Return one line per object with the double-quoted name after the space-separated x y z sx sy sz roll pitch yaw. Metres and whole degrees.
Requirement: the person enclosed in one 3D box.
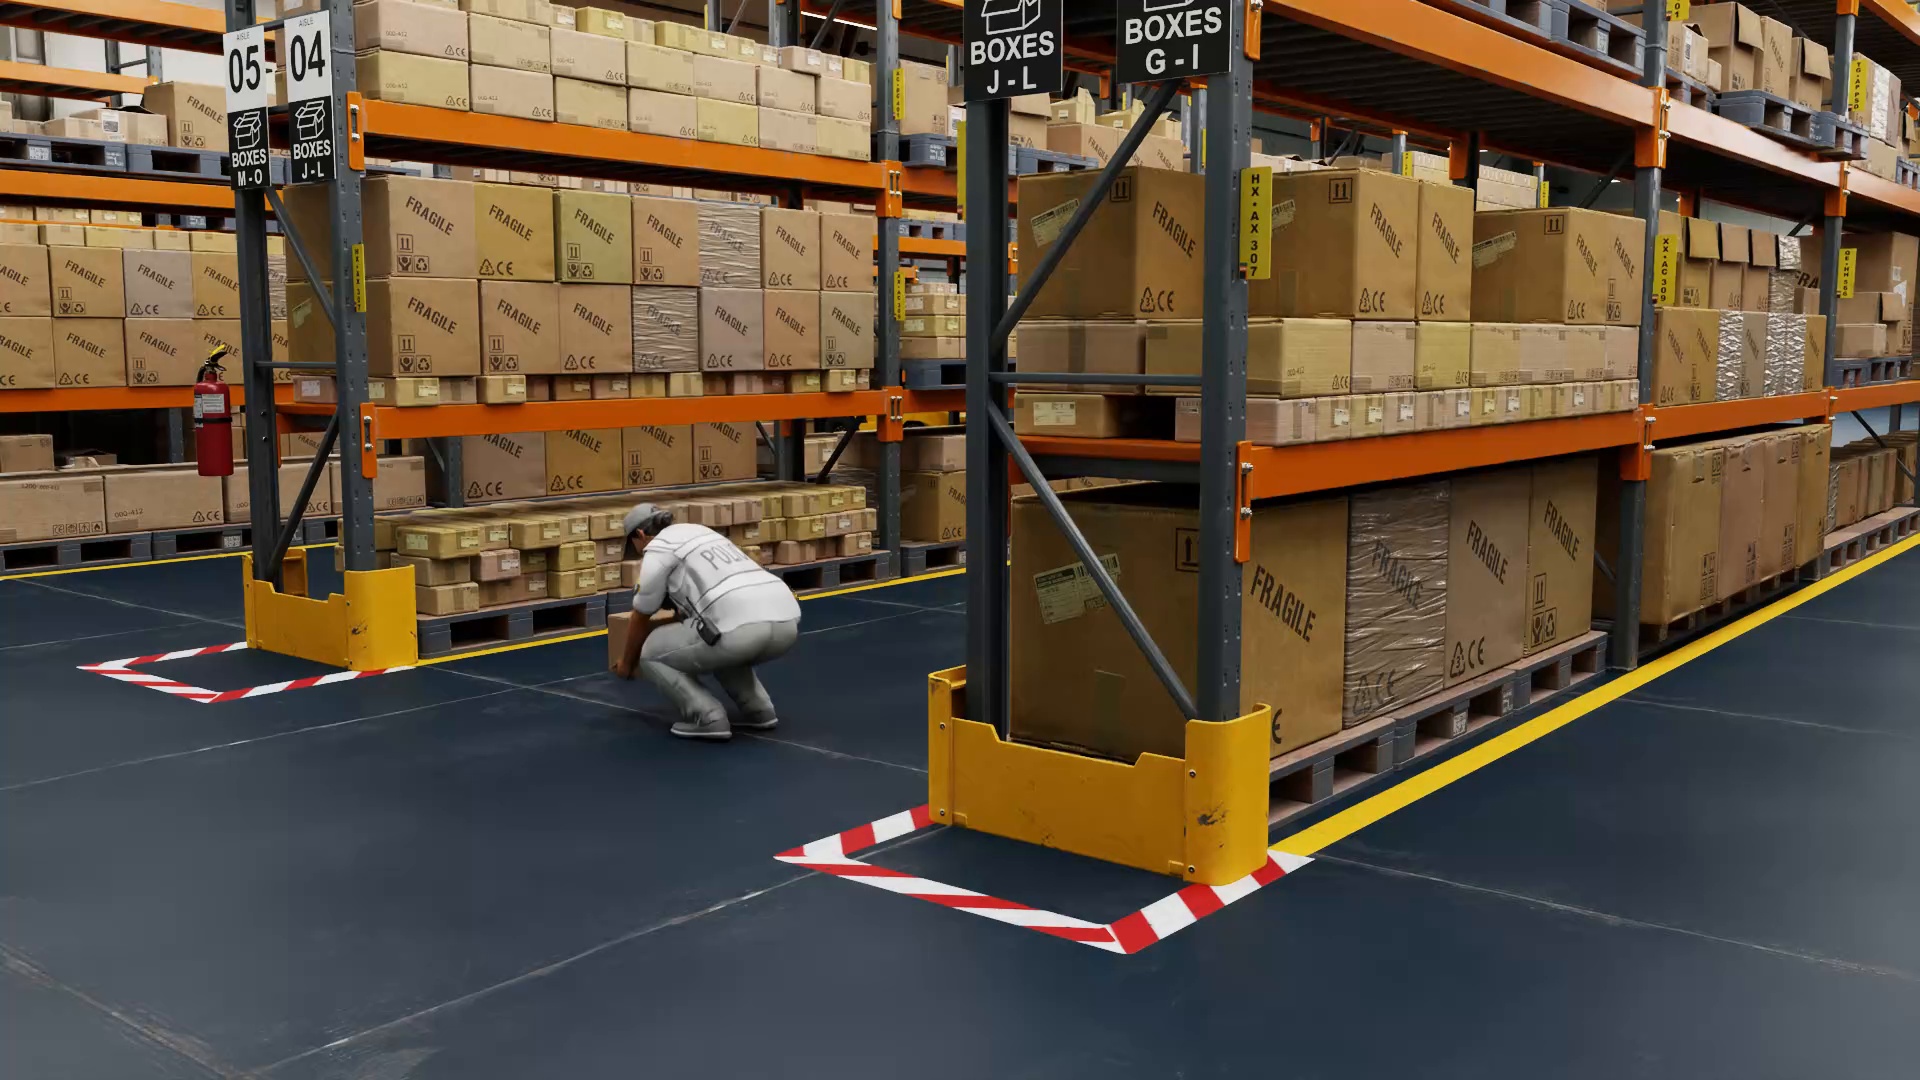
-1.095 0.331 7.024 0.842 0.954 0.509 5 9 37 "person"
